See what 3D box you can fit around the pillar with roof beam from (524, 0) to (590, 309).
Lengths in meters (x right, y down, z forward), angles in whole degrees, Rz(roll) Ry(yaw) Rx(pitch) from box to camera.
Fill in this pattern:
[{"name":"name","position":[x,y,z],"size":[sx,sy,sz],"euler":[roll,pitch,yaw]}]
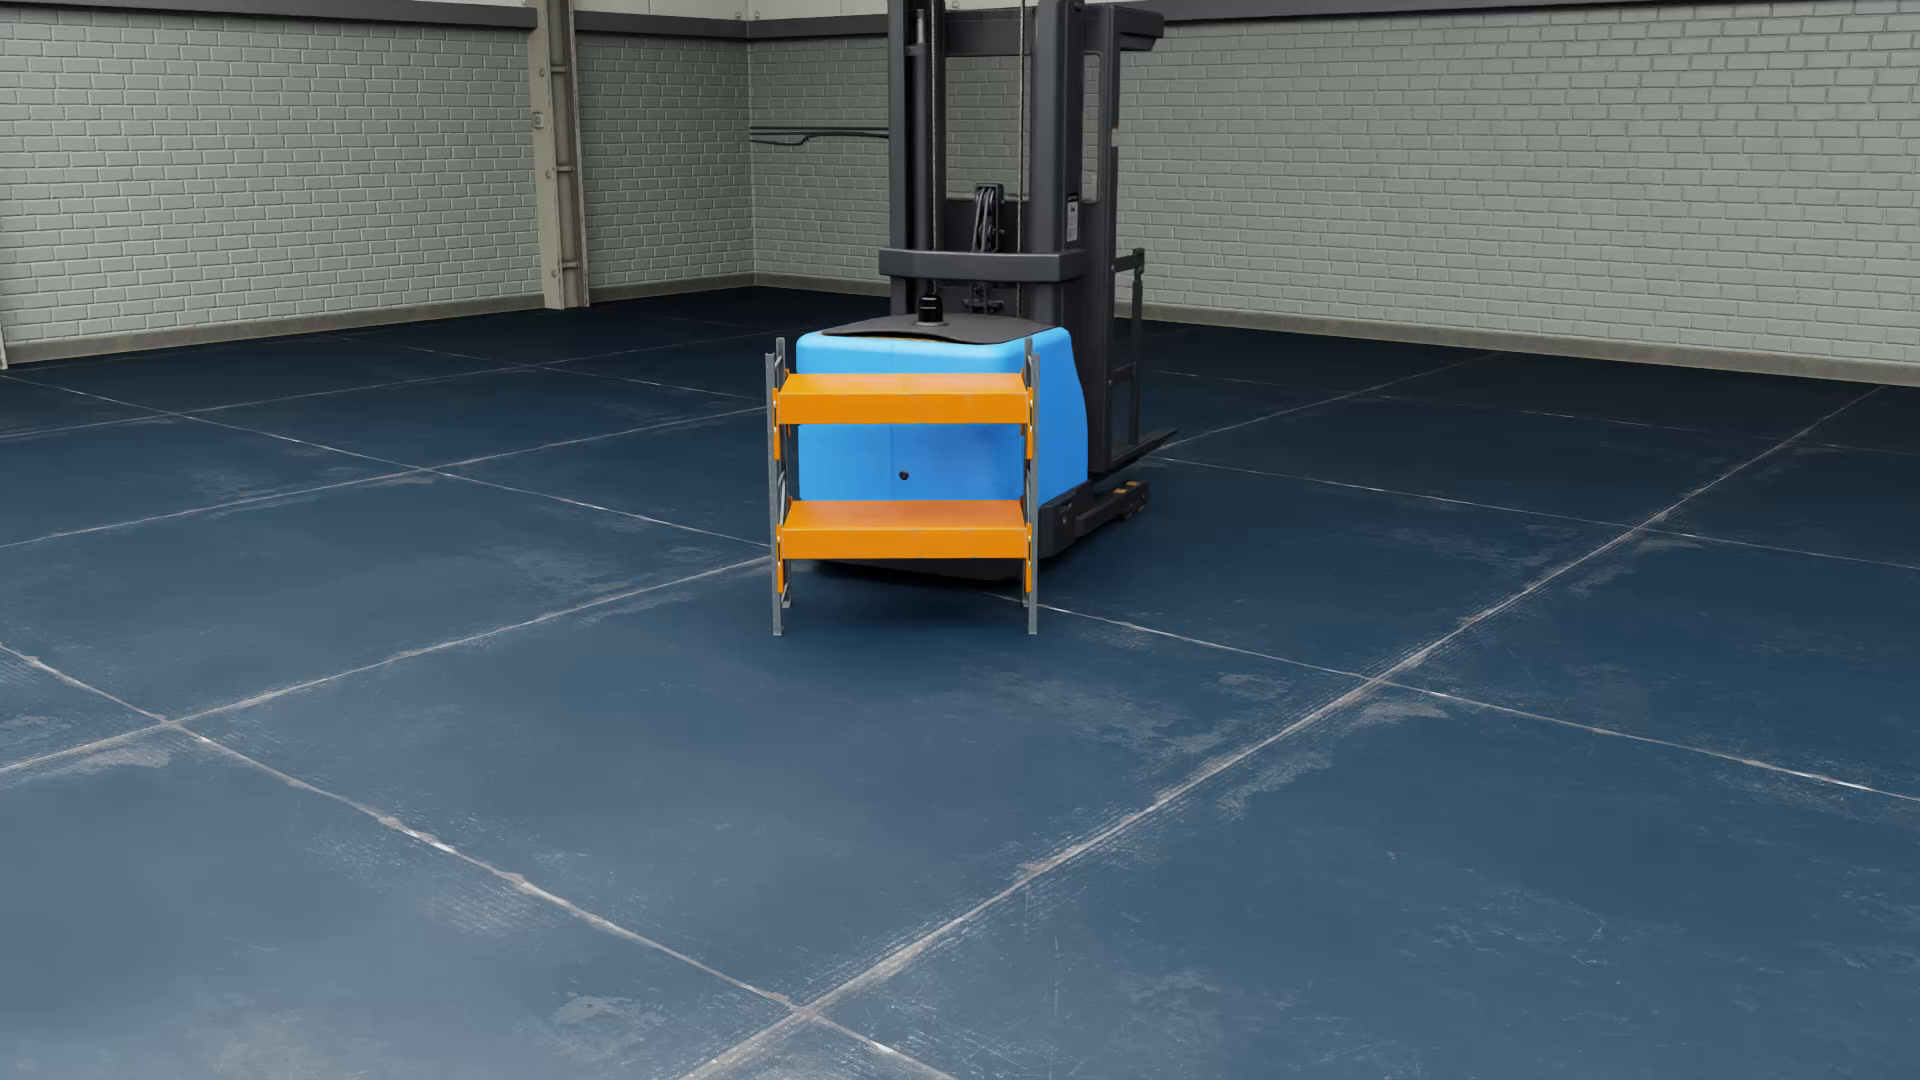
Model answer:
[{"name":"pillar with roof beam","position":[-0.940,-6.237,14.398],"size":[9.100,9.000,0.400],"euler":[11,18,38]}]

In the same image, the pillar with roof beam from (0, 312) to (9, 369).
[{"name":"pillar with roof beam","position":[-4.711,-5.088,9.874],"size":[9.100,9.000,0.400],"euler":[11,18,38]}]

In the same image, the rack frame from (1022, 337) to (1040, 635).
[{"name":"rack frame","position":[0.286,-0.228,6.735],"size":[0.032,1.125,0.500],"euler":[0,14,-1]}]

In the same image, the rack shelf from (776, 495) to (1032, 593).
[{"name":"rack shelf","position":[-0.222,0.011,6.788],"size":[1.000,0.278,0.538],"euler":[0,14,-1]}]

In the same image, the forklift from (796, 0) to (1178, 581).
[{"name":"forklift","position":[0.340,-1.560,8.311],"size":[1.130,2.935,3.031],"euler":[7,16,24]}]

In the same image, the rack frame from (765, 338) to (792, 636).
[{"name":"rack frame","position":[-0.731,-0.224,6.720],"size":[0.032,1.125,0.500],"euler":[0,14,-1]}]

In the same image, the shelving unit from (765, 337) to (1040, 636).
[{"name":"shelving unit","position":[-0.222,-0.226,6.727],"size":[1.048,1.125,0.538],"euler":[0,14,-1]}]

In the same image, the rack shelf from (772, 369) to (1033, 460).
[{"name":"rack shelf","position":[-0.222,-0.510,6.655],"size":[1.000,0.278,0.538],"euler":[0,14,-1]}]

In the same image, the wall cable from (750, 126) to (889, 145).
[{"name":"wall cable","position":[-1.408,-5.758,18.818],"size":[3.097,2.526,0.112],"euler":[11,18,38]}]
